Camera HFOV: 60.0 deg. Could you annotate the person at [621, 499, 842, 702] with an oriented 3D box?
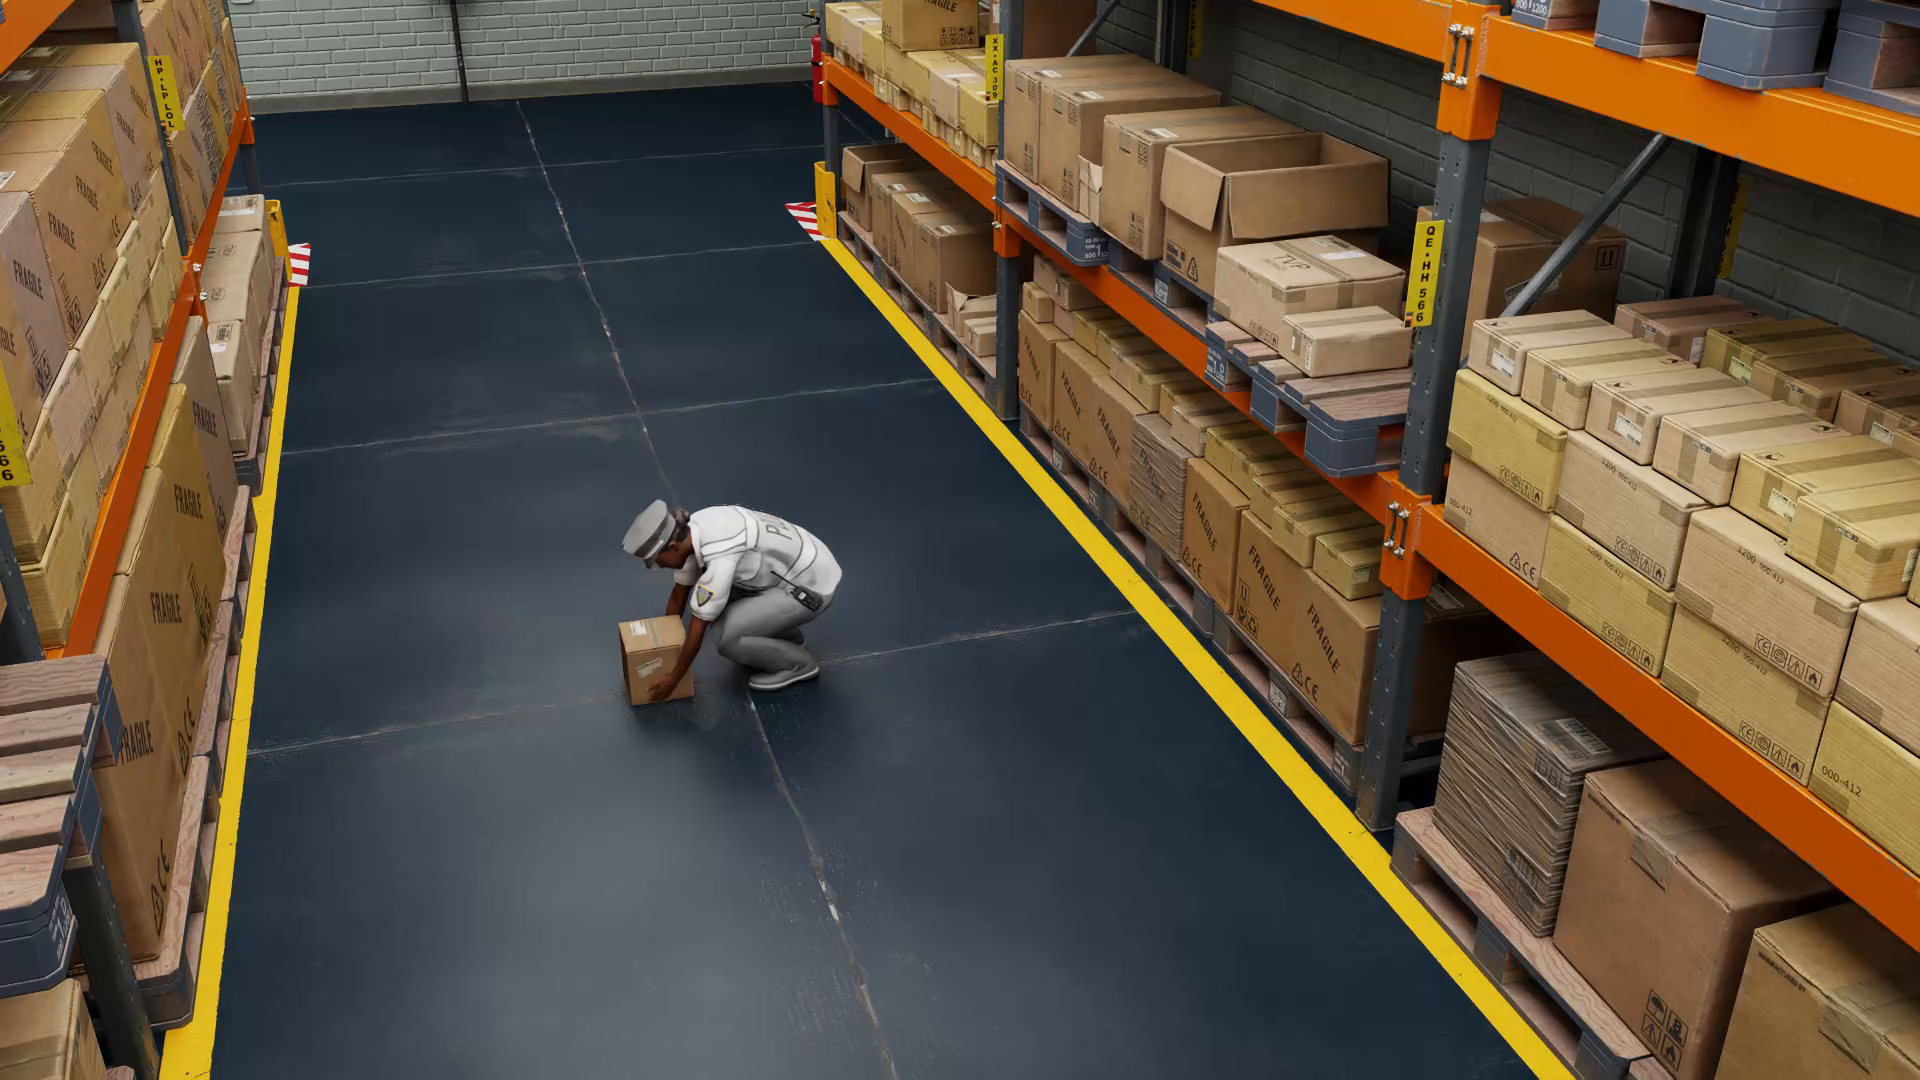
[{"bbox_3d":[-0.909,0.184,6.693,0.869,0.845,0.480,-8,27,-15],"label":"person"}]
